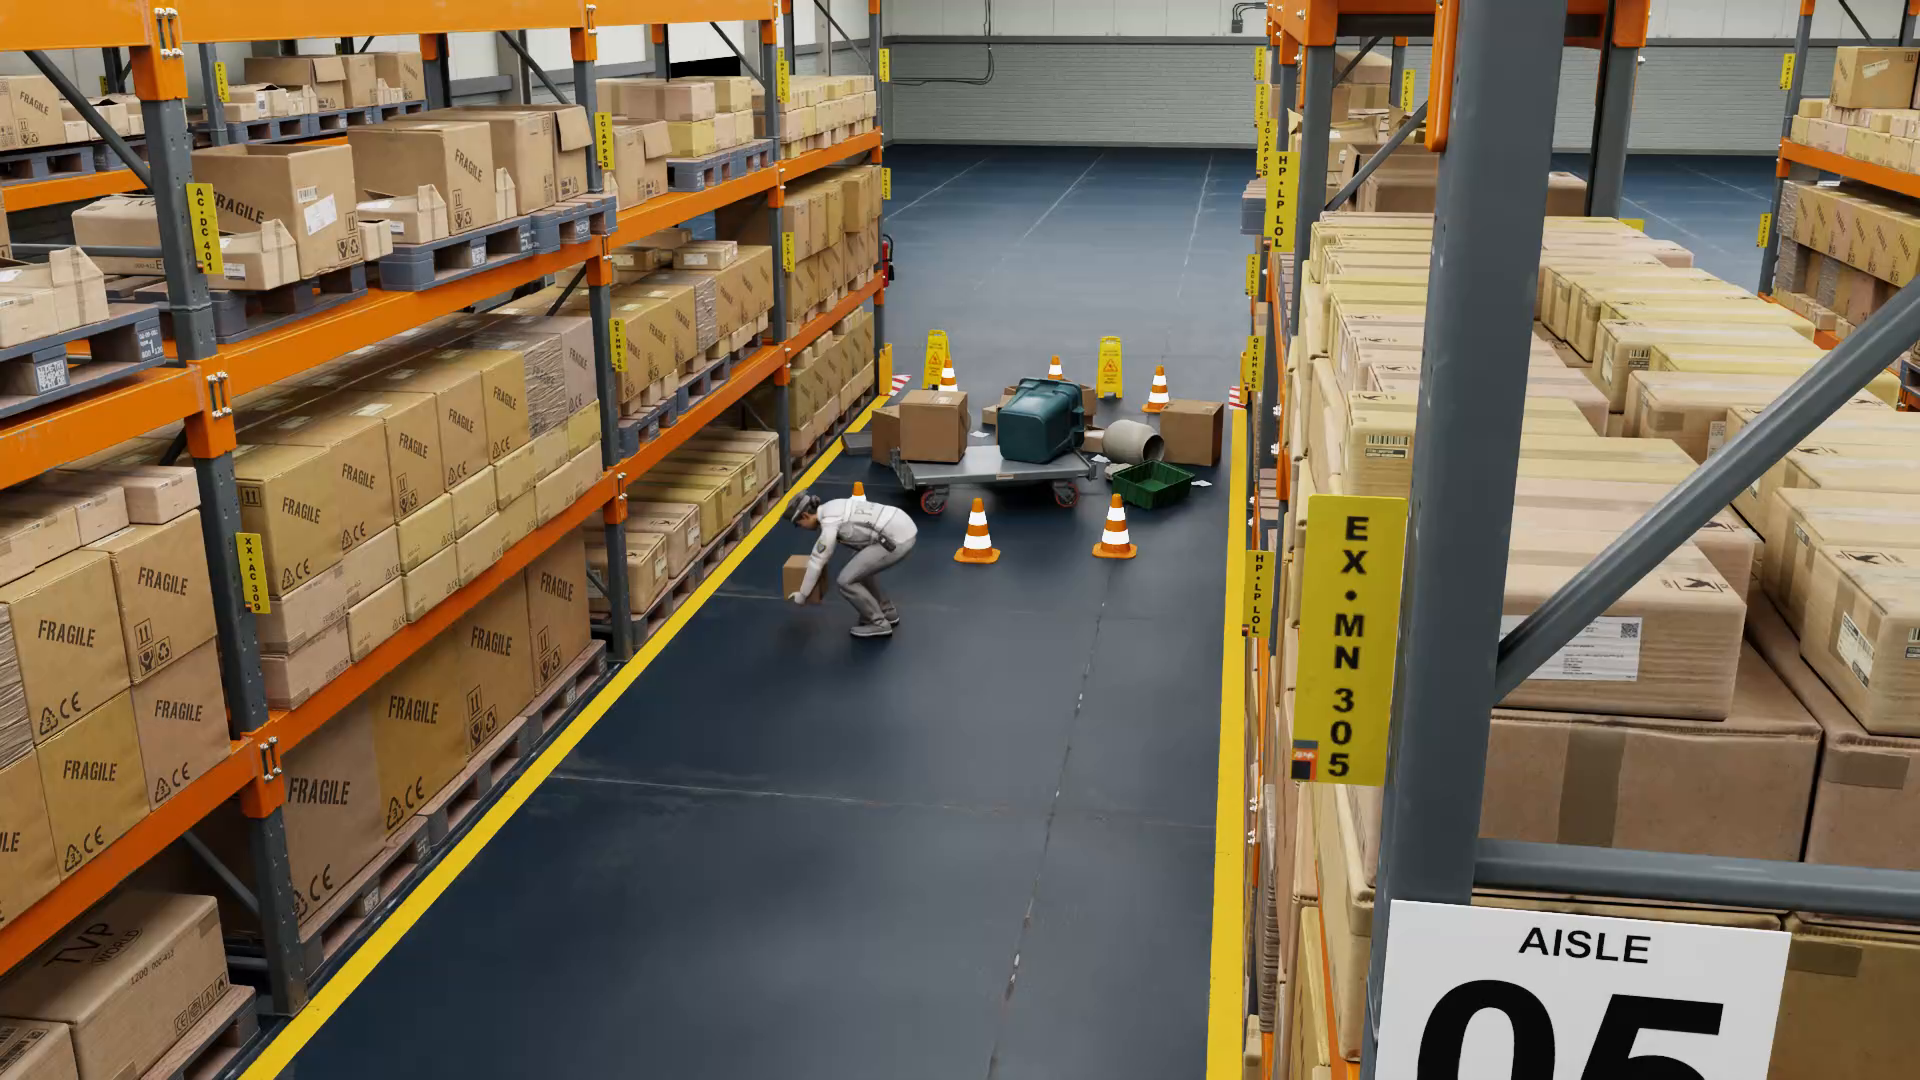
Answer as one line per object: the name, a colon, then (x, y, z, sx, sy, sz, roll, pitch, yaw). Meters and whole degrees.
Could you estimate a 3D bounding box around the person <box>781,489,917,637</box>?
person: (-0.748, 0.137, 11.240, 0.915, 0.983, 0.467, 2, 18, 6)
